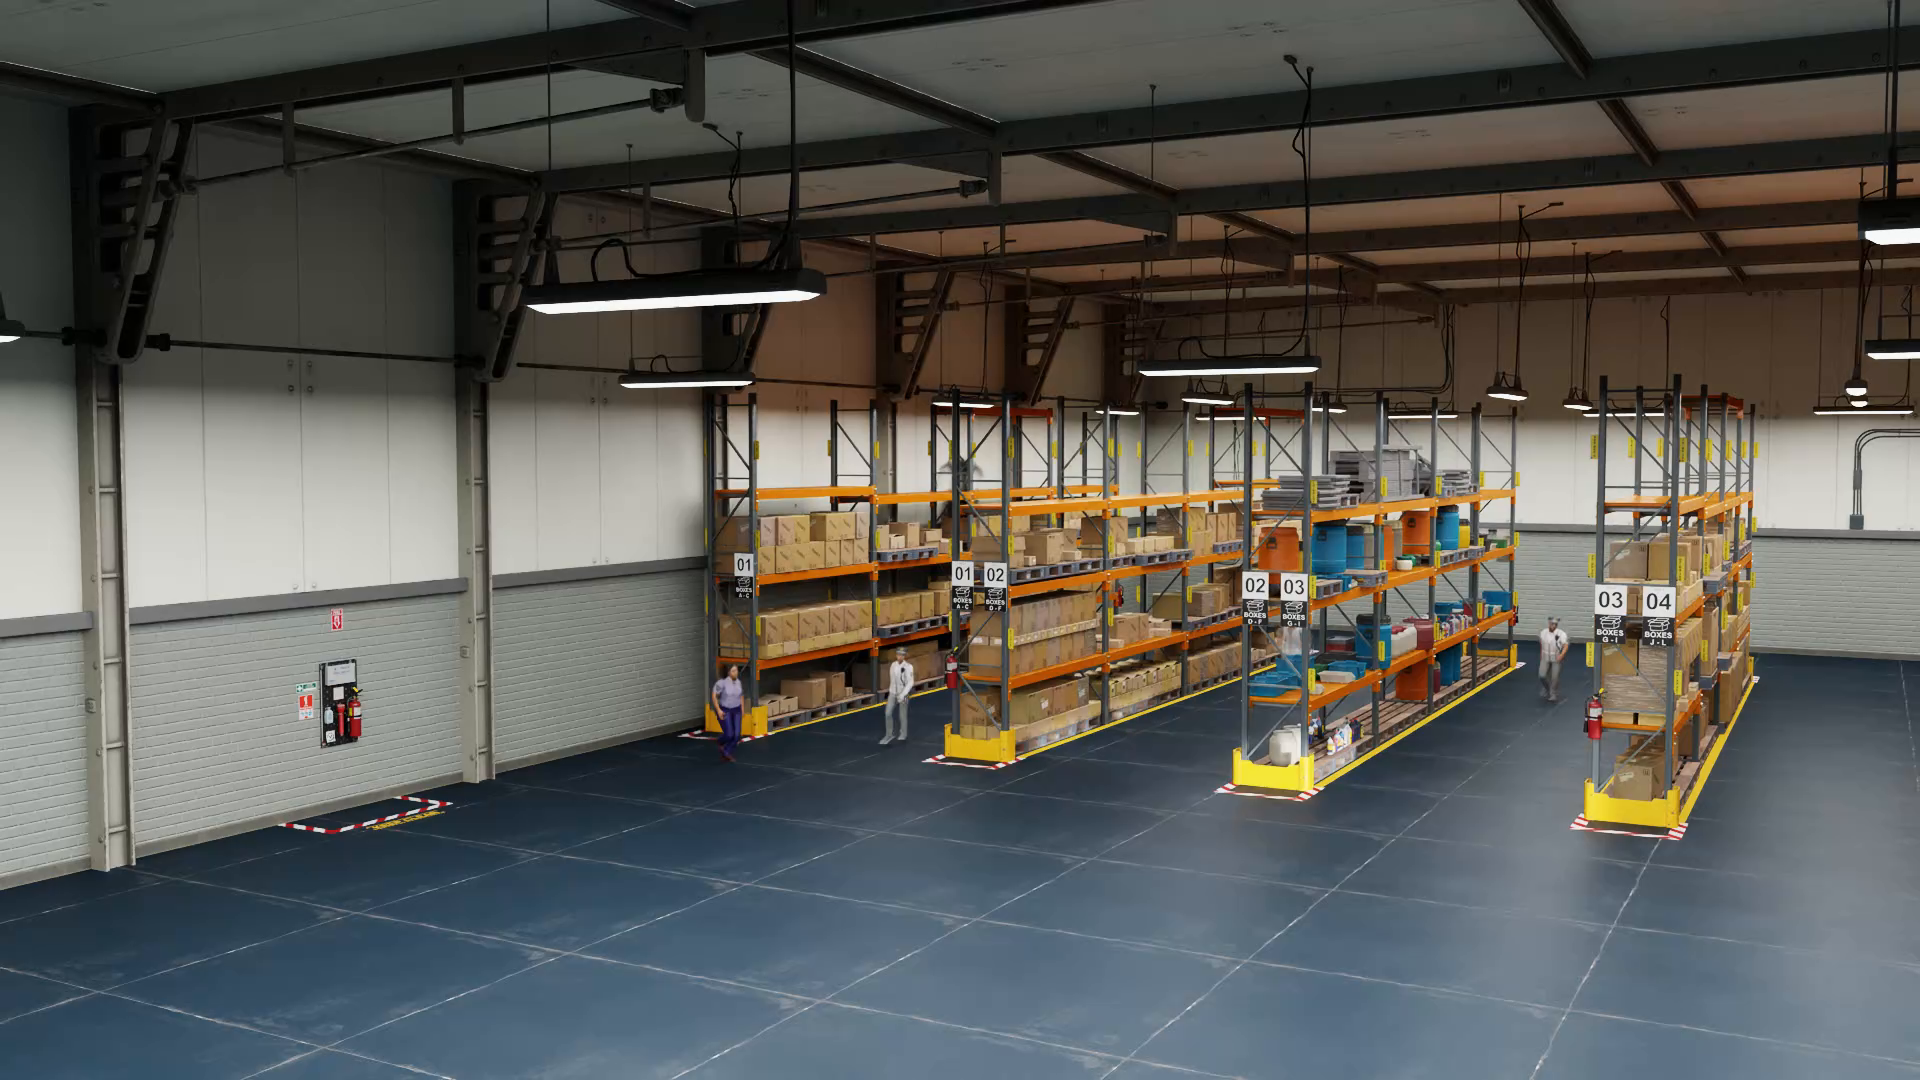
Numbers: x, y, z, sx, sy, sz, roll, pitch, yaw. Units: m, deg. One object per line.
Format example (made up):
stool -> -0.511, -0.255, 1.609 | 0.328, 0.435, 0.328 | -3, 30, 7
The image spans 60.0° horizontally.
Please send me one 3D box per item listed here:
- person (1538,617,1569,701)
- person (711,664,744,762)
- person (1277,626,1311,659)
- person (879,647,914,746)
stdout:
person -> 11.746, 2.362, 33.010 | 0.676, 1.710, 0.801 | 2, 4, 34
person -> -3.726, 2.775, 26.732 | 0.610, 1.582, 0.533 | -3, 4, -39
person -> 6.735, 2.316, 33.646 | 0.655, 1.807, 0.785 | 1, 3, 24
person -> -1.011, 2.628, 28.227 | 0.579, 1.673, 0.695 | 1, 3, 21
